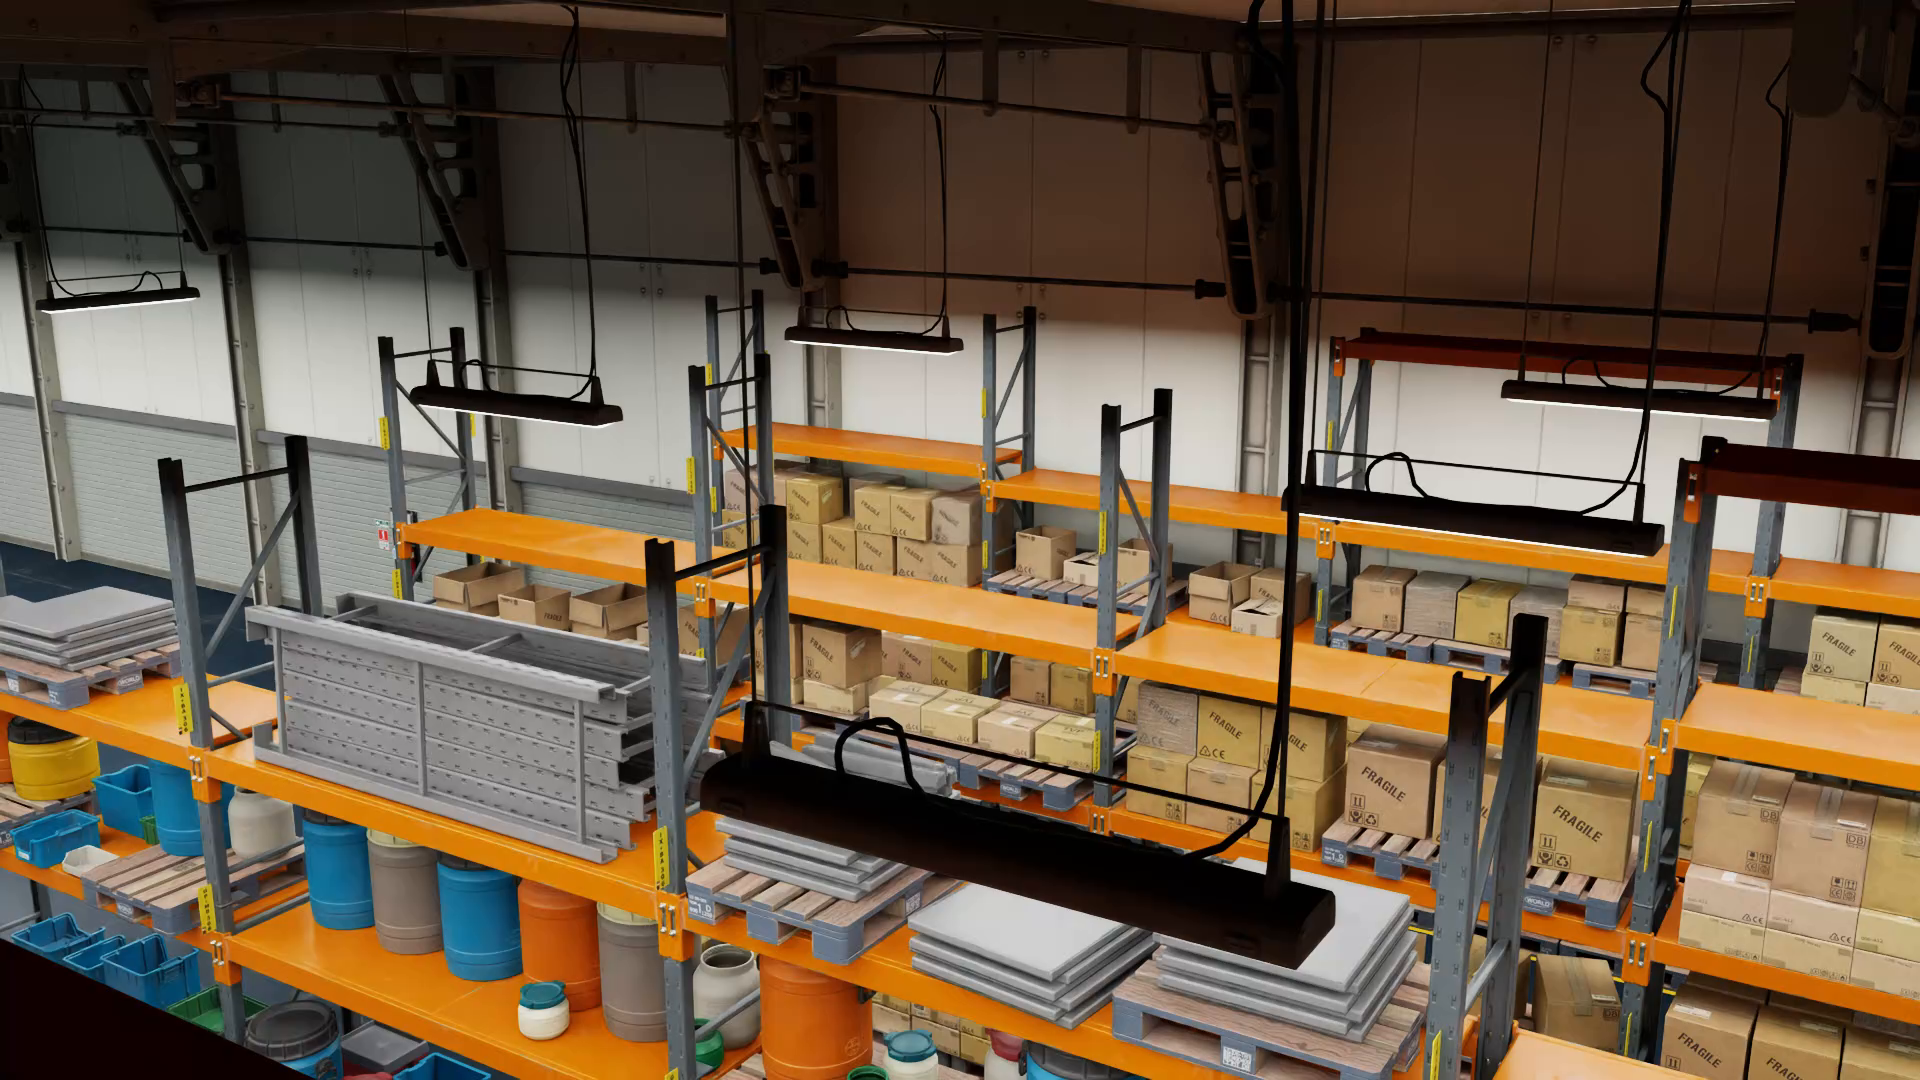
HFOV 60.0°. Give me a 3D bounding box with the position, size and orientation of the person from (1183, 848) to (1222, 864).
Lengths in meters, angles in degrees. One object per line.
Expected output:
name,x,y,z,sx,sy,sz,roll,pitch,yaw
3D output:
person,2.443,3.195,16.855,0.526,1.681,0.461,-9,16,-32
